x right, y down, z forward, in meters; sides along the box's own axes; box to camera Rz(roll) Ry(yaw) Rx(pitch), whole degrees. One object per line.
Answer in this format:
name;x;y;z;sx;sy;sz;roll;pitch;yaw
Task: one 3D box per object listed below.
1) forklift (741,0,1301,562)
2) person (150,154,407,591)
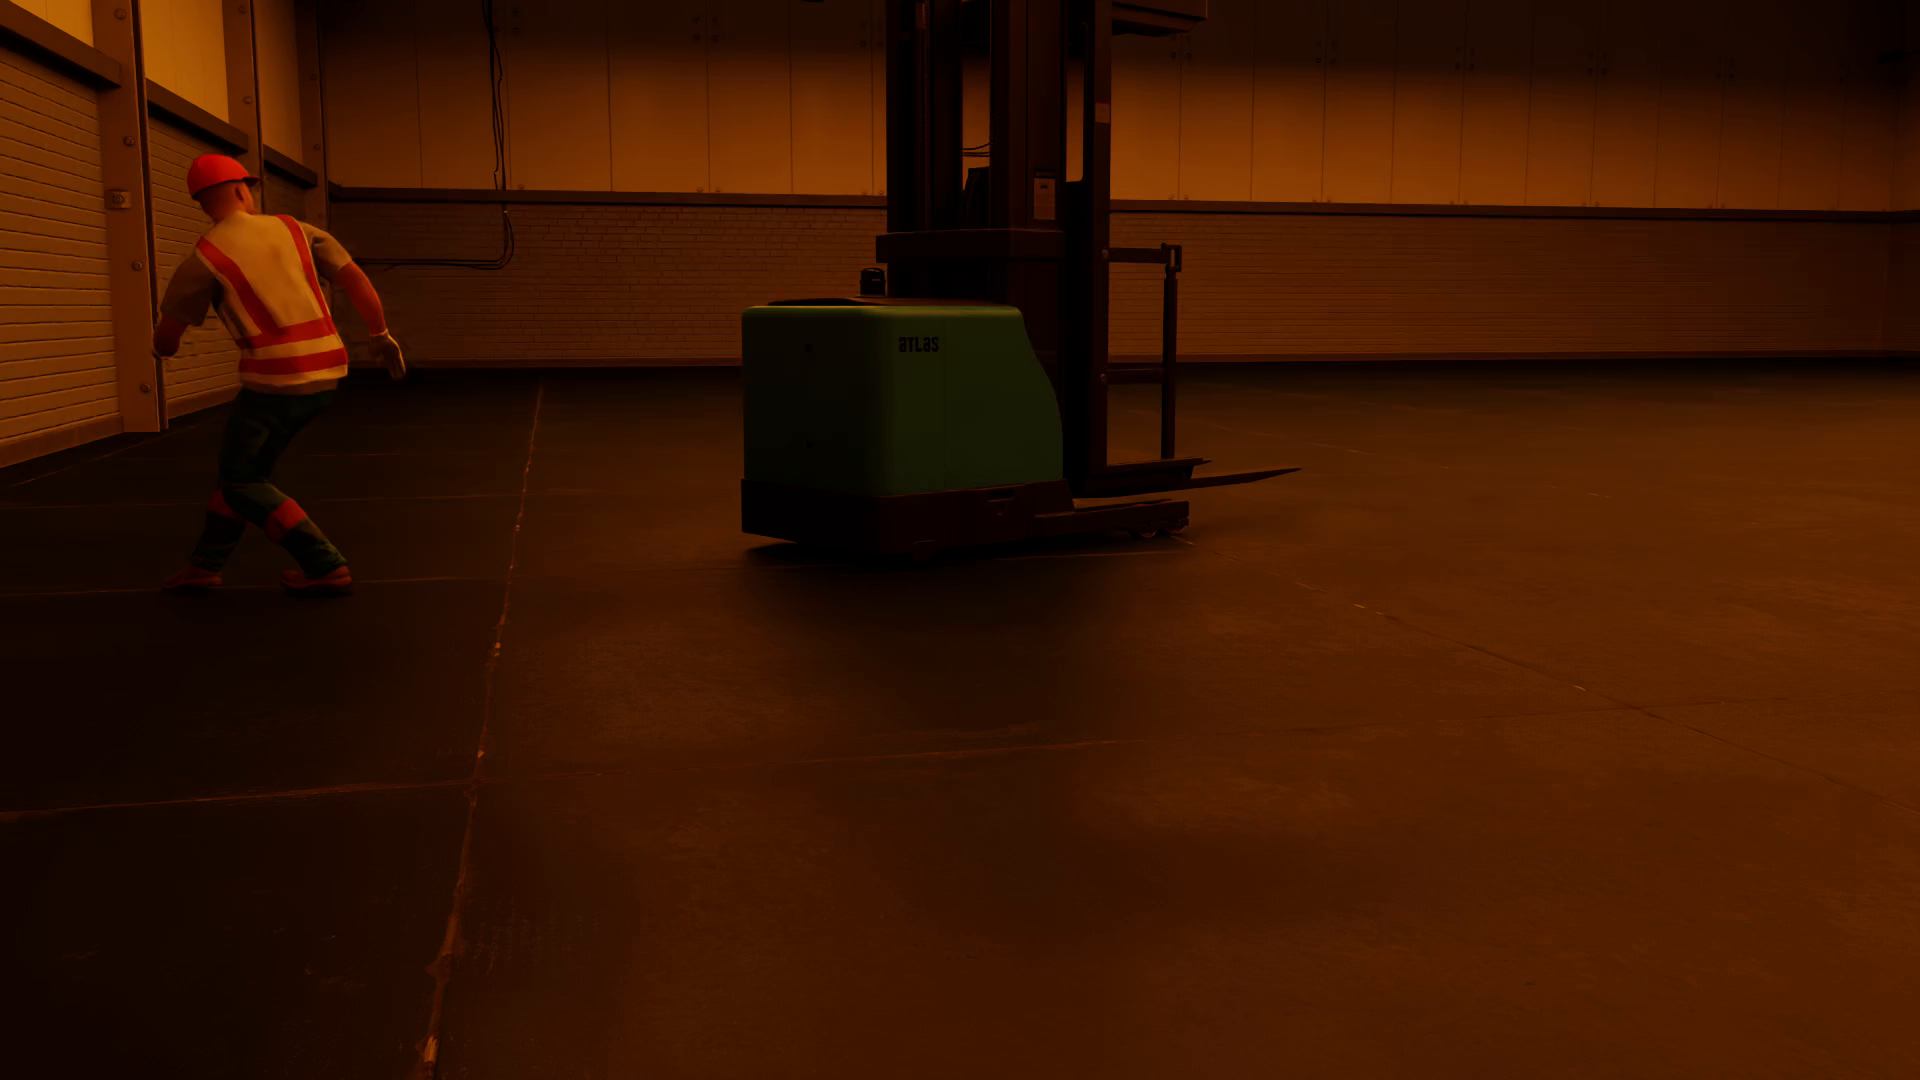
forklift;0.457;-1.508;7.904;3.031;2.935;1.130;-7;11;-41
person;-2.651;-0.626;6.326;0.816;1.629;0.803;3;9;23
